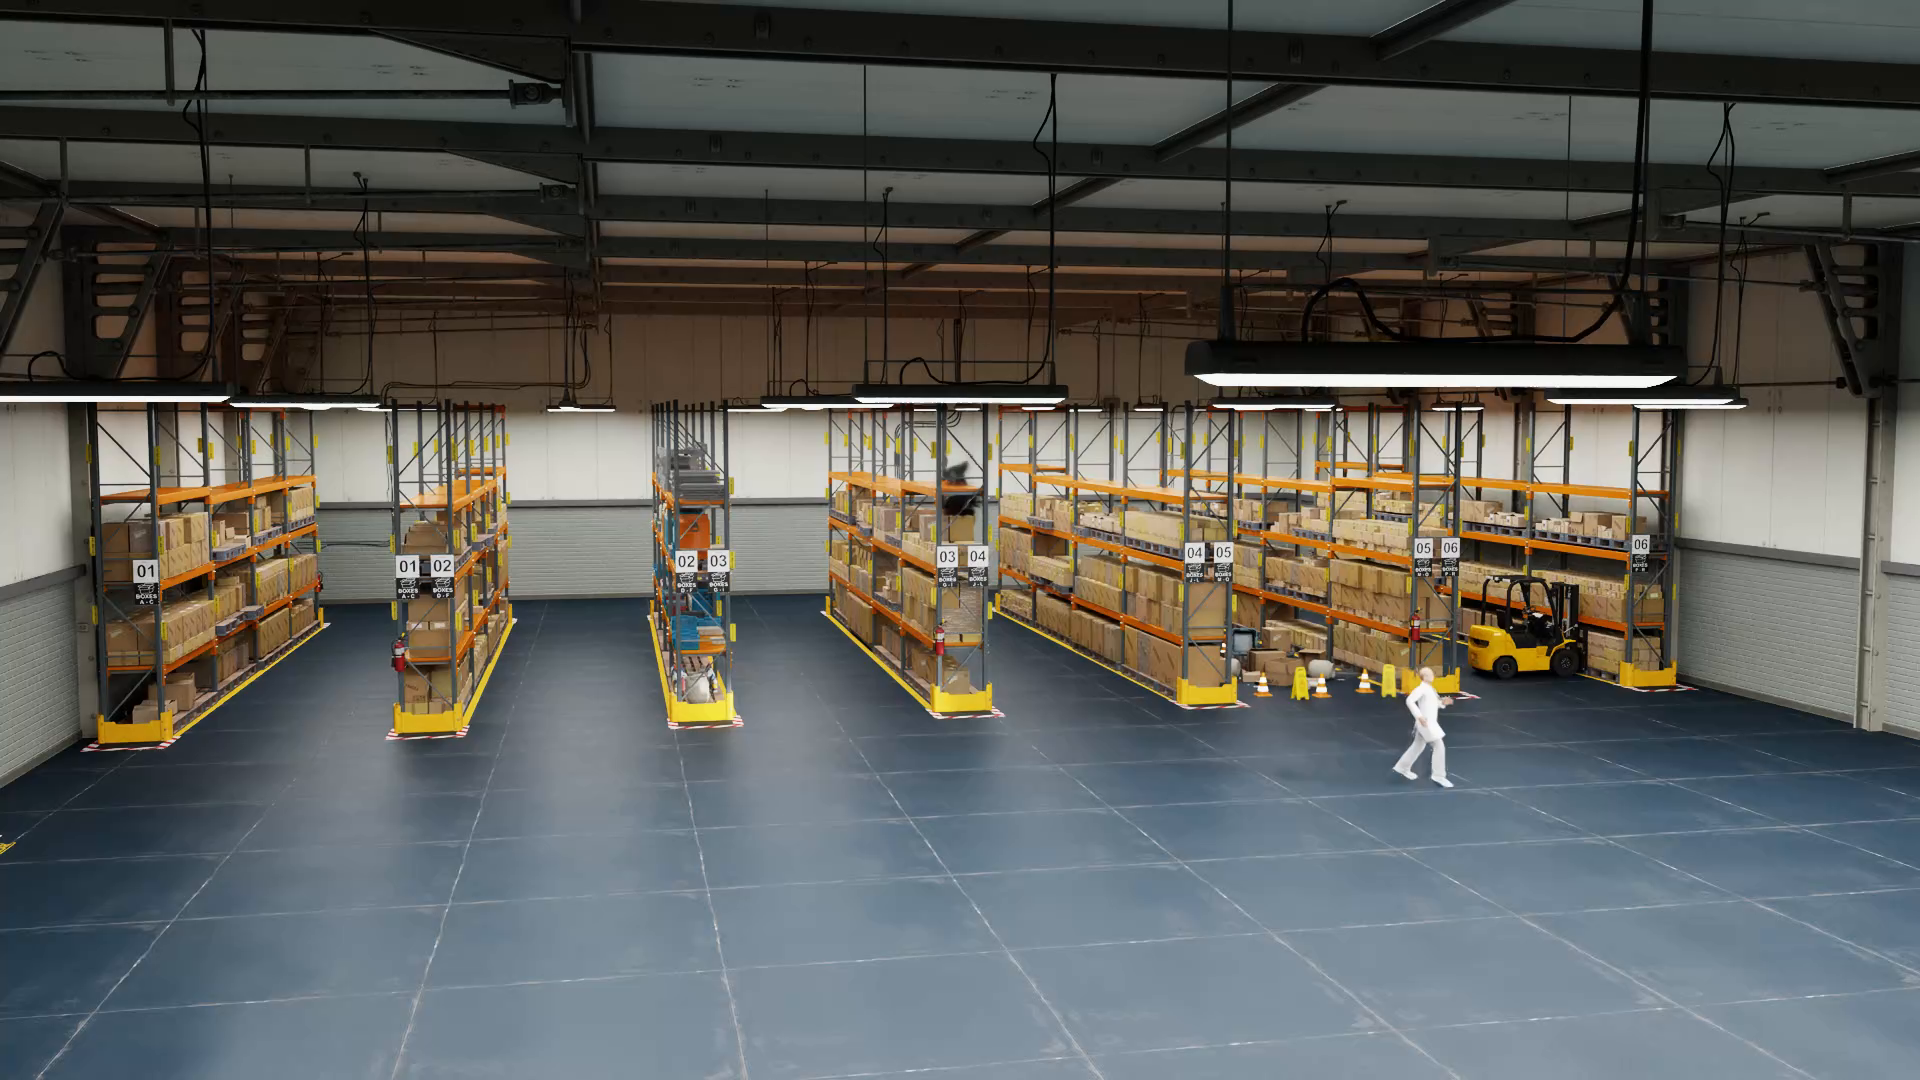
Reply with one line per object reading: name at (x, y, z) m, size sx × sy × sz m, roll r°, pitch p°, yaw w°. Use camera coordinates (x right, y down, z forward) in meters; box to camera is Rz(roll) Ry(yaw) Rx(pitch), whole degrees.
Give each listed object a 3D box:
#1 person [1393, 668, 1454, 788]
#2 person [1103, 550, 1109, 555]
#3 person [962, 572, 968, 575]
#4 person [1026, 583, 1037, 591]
person at (7.183, 2.885, 25.715) m, size 0.907 × 1.833 × 0.678 m, roll 1°, pitch 4°, yaw 15°
person at (4.471, 1.091, 50.689) m, size 0.560 × 1.627 × 0.581 m, roll -1°, pitch 4°, yaw -16°
person at (-0.152, 1.290, 48.247) m, size 0.777 × 1.633 × 0.739 m, roll 1°, pitch 4°, yaw 8°
person at (2.145, 1.146, 50.035) m, size 0.525 × 1.607 × 0.680 m, roll 4°, pitch 6°, yaw 40°
